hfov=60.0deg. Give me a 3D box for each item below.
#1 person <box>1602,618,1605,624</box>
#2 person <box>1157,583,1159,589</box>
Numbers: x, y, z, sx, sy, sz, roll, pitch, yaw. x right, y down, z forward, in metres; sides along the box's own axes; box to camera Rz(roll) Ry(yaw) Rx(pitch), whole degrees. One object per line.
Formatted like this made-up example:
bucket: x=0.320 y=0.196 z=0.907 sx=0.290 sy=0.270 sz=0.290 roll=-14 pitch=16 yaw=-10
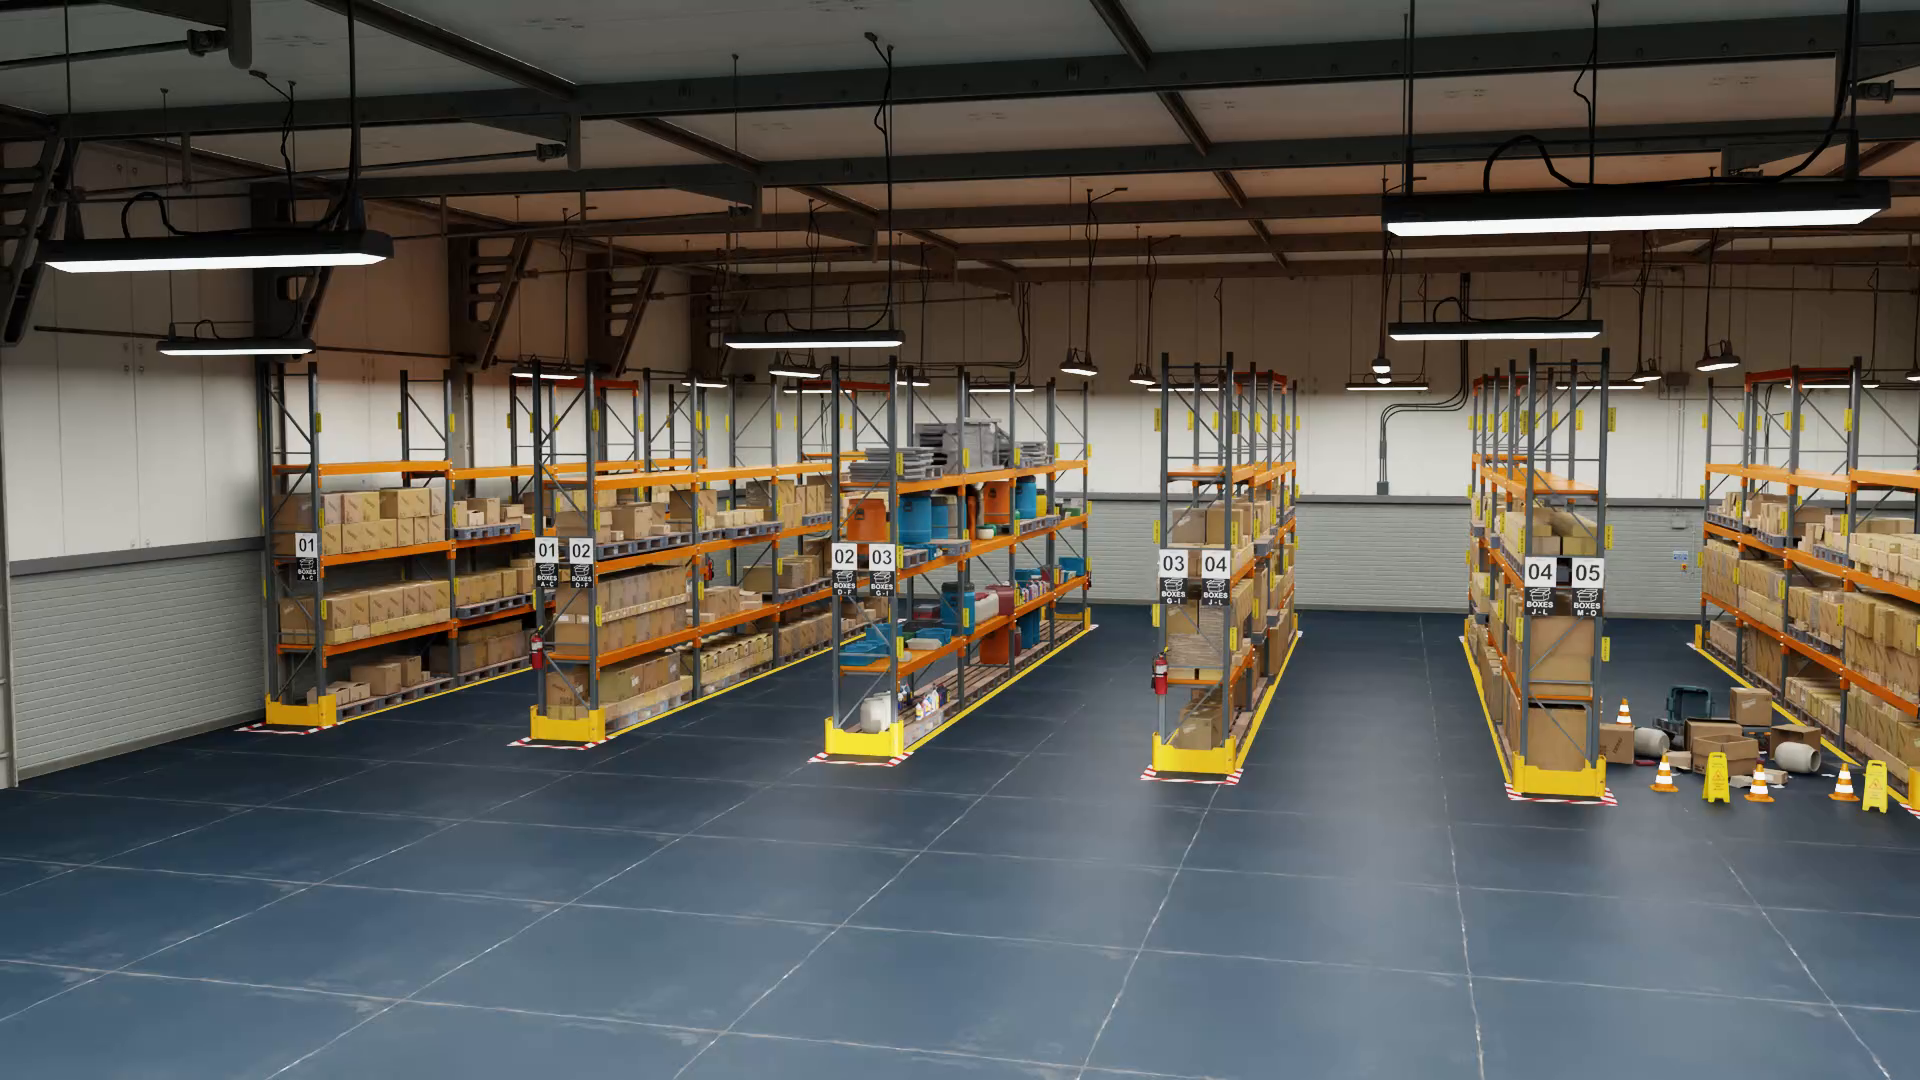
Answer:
person: x=14.772 y=1.309 z=39.464 sx=1.035 sy=1.761 sz=0.708 roll=0 pitch=4 yaw=-5
person: x=5.440 y=1.163 z=42.380 sx=0.682 sy=1.730 sz=0.634 roll=-3 pitch=5 yaw=-34
